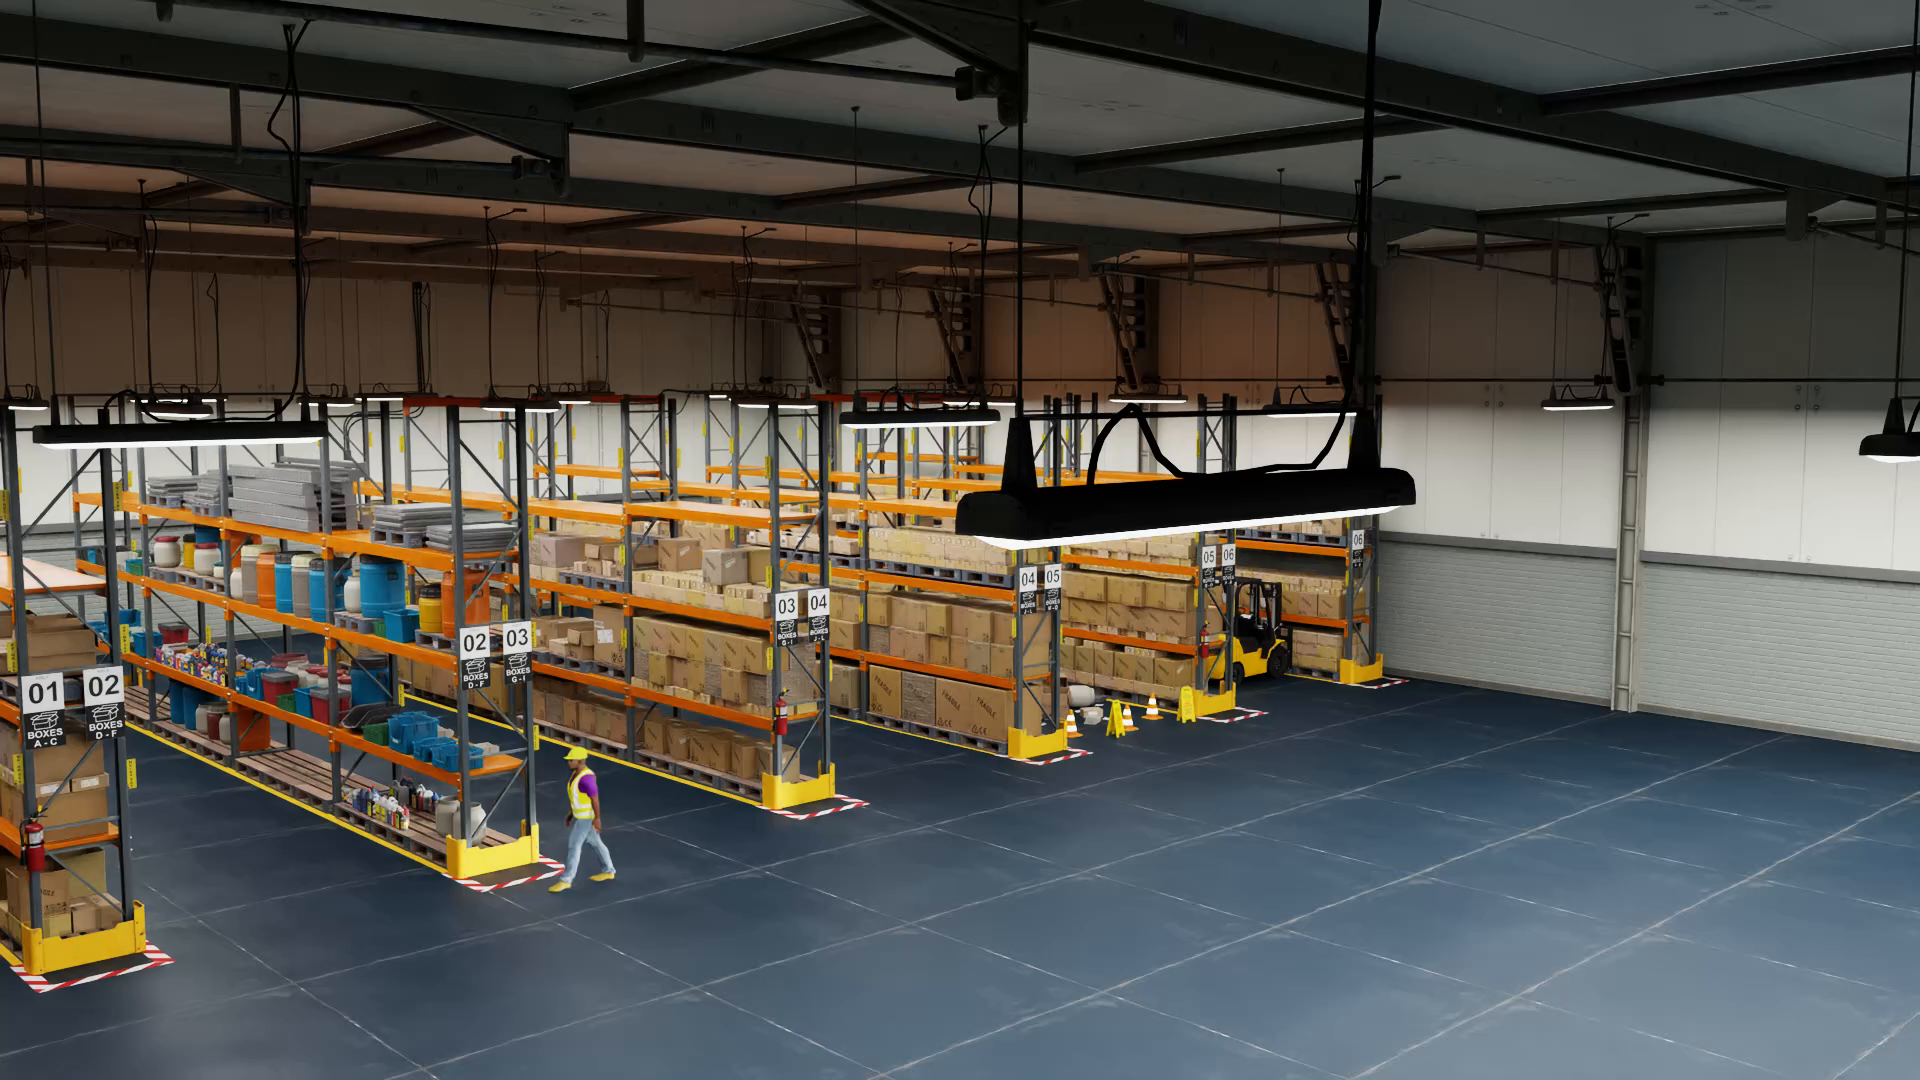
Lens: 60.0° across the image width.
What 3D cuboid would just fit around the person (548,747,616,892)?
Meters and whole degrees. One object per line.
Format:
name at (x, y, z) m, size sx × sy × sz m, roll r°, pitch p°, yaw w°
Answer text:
person at (-4.750, 3.439, 20.765) m, size 0.879 × 1.721 × 0.596 m, roll -2°, pitch 6°, yaw -21°
